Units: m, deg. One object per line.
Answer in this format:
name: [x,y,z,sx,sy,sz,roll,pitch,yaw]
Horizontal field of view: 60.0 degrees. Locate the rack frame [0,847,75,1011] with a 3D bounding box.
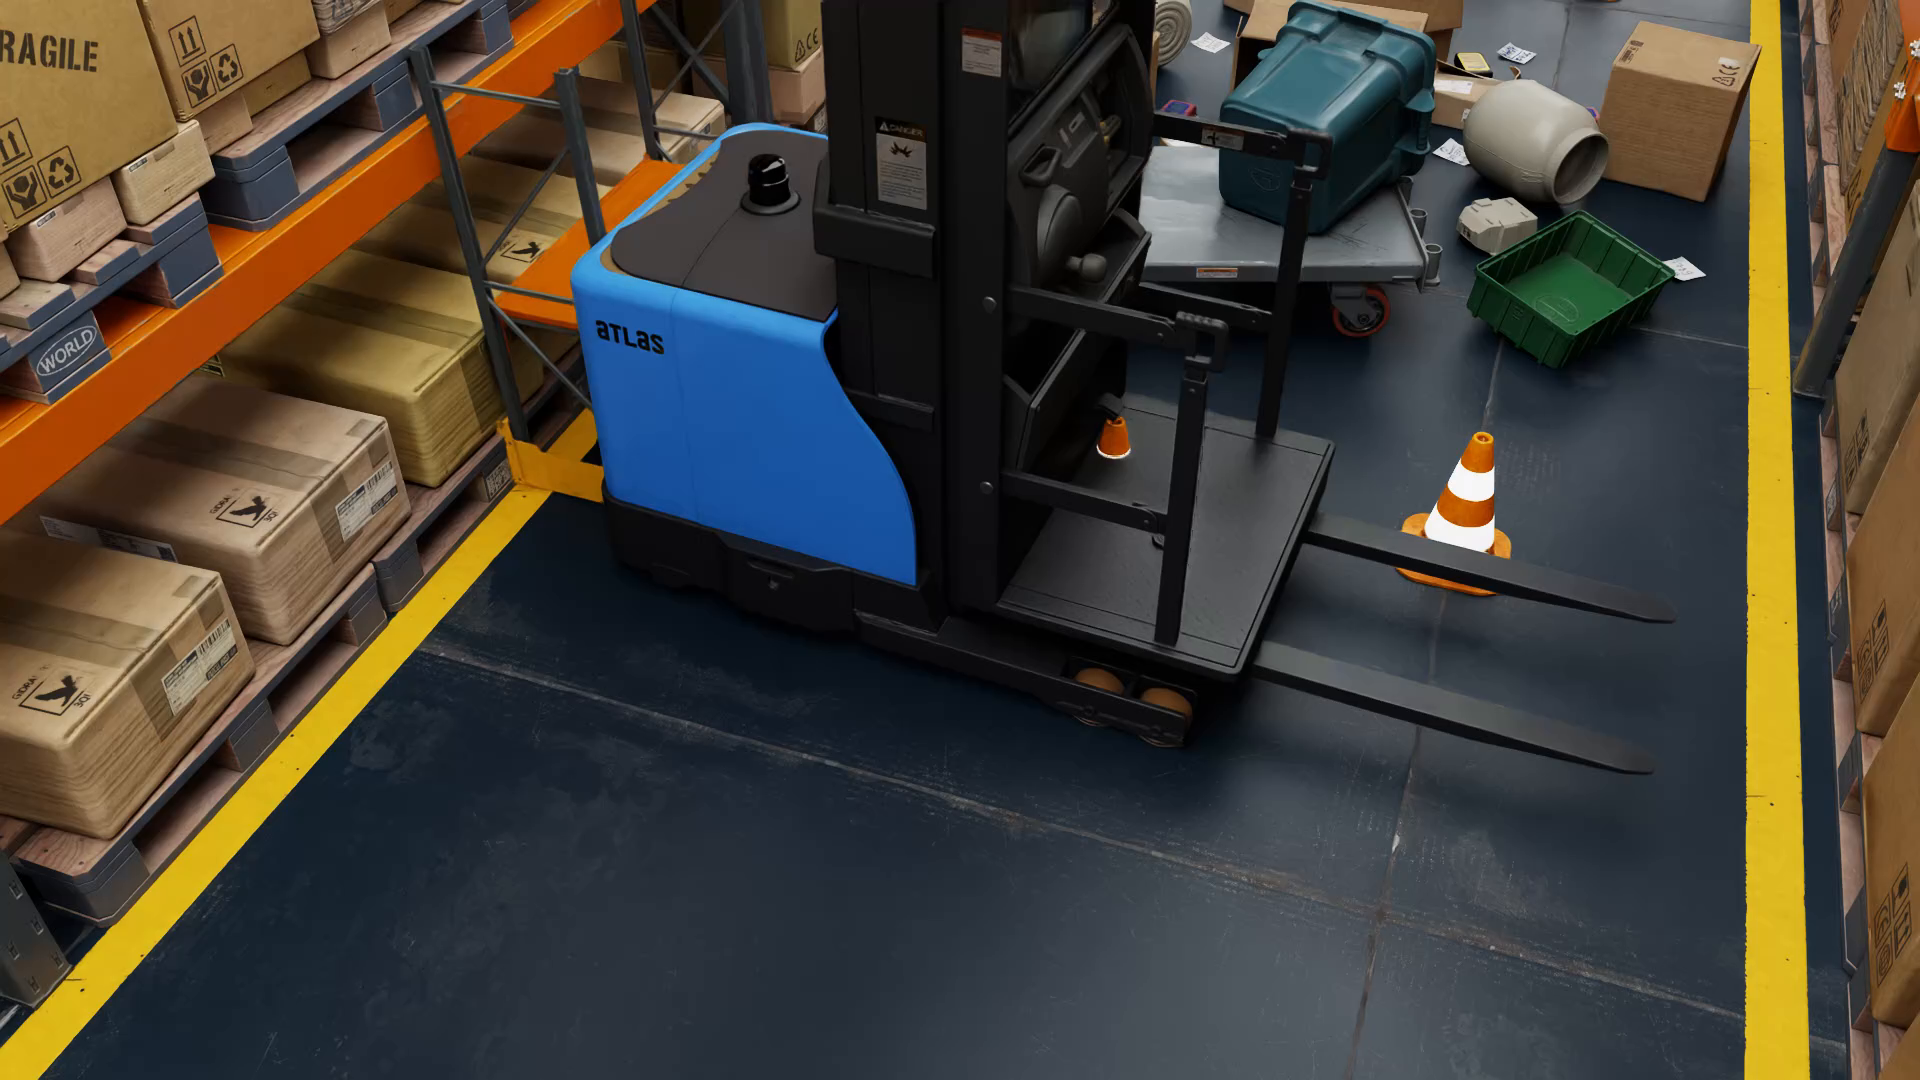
rack frame: [-2.638,-0.174,3.143,1.000,3.000,0.127,13,42,15]

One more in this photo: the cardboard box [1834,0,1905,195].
cardboard box: [4.002,-1.847,6.417,0.875,0.875,0.875,14,42,15]

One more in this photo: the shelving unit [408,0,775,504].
shelving unit: [-1.037,-1.028,5.247,0.587,1.500,1.083,13,44,17]

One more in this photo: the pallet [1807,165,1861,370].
pallet: [3.750,-0.962,6.215,1.003,0.211,1.213,13,42,15]

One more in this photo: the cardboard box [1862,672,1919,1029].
cardboard box: [2.637,0.674,3.559,1.050,0.750,0.750,14,42,16]

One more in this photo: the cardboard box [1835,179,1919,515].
cardboard box: [3.289,-0.482,4.914,1.050,0.750,0.750,13,42,15]

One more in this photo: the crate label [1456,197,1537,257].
crate label: [2.139,-1.251,6.611,0.298,0.136,0.250,-13,42,-15]

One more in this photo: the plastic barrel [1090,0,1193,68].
plastic barrel: [0.814,-2.477,7.828,0.421,0.421,0.512,-21,45,-22]

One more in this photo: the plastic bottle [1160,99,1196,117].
plastic bottle: [0.934,-1.867,7.391,0.133,0.061,0.283,21,45,22]

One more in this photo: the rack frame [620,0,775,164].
rack frame: [-0.845,-1.353,5.602,0.500,1.500,0.032,13,44,17]

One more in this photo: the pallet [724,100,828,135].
pallet: [-1.073,-1.970,7.397,1.003,0.211,1.213,13,42,15]

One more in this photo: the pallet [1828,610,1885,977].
pallet: [2.808,0.718,4.246,1.003,0.211,1.213,13,42,15]

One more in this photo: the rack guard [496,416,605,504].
rack guard: [-1.199,-0.249,5.322,0.587,0.250,0.087,13,44,17]

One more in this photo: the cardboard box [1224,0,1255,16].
cardboard box: [1.548,-2.721,8.325,0.250,0.149,0.380,-29,48,-29]

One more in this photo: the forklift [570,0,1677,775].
forklift: [0.494,-0.939,4.092,3.031,2.935,1.130,16,43,17]

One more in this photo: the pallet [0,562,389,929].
pallet: [-2.369,0.411,4.606,1.003,0.211,1.213,13,42,15]

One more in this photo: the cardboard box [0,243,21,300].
cardboard box: [-2.223,-0.560,3.465,0.380,0.149,0.250,11,42,12]

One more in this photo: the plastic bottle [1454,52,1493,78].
plastic bottle: [2.408,-2.193,7.773,0.133,0.061,0.283,0,40,0]

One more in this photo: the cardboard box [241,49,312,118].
cardboard box: [-1.904,-1.225,4.245,0.380,0.149,0.250,15,43,17]

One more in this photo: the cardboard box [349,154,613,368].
cardboard box: [-1.689,-1.014,5.828,0.950,0.372,0.625,16,43,18]

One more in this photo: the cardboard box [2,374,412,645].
cardboard box: [-2.190,-0.128,4.790,0.950,0.372,0.625,13,42,14]

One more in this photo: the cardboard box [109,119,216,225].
cardboard box: [-1.973,-0.880,3.840,0.380,0.149,0.250,14,42,15]

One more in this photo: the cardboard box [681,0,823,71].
cardboard box: [-0.814,-2.312,6.867,0.500,0.500,0.500,15,43,17]

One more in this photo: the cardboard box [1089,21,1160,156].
cardboard box: [0.413,-1.574,6.126,0.500,0.500,0.500,13,42,15]

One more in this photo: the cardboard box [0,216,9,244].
cardboard box: [-2.266,-0.708,3.139,0.500,0.500,0.500,12,42,14]

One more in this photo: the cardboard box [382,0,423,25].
cardboard box: [-1.735,-1.546,4.621,0.380,0.149,0.250,12,42,14]

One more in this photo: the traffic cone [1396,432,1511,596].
traffic cone: [1.539,-0.129,5.044,0.336,0.463,0.334,13,42,15]

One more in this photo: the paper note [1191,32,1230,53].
paper note: [1.214,-2.416,8.067,0.148,0.019,0.142,29,48,29]

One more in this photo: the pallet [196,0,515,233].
pallet: [-1.999,-1.317,4.631,1.003,0.211,1.213,13,42,15]

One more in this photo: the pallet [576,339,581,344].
pallet: [-1.535,-1.078,6.350,1.003,0.211,1.213,13,42,15]

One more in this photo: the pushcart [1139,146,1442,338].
pushcart: [0.890,-1.140,6.296,1.648,0.377,0.936,0,40,0]

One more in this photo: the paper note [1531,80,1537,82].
paper note: [2.632,-2.116,7.722,0.123,0.001,0.032,-29,48,-29]

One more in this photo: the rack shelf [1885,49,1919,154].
rack shelf: [2.733,-0.083,3.591,1.077,0.370,4.000,13,42,15]

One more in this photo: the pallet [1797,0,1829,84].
pallet: [4.584,-2.450,7.960,1.003,0.211,1.213,13,42,15]

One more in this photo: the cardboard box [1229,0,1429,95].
cardboard box: [1.565,-1.950,7.043,0.797,0.637,0.503,13,42,15]

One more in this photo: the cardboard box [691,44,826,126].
cardboard box: [-0.814,-2.027,7.110,0.500,0.250,0.500,11,42,13]

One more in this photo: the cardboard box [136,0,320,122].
cardboard box: [-1.919,-1.353,3.895,0.500,0.500,0.500,14,42,16]

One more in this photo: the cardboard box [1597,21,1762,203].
cardboard box: [2.983,-1.801,6.974,0.500,0.500,0.500,21,45,22]

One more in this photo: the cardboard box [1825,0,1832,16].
cardboard box: [4.614,-2.939,7.698,0.875,0.875,0.875,14,42,15]
